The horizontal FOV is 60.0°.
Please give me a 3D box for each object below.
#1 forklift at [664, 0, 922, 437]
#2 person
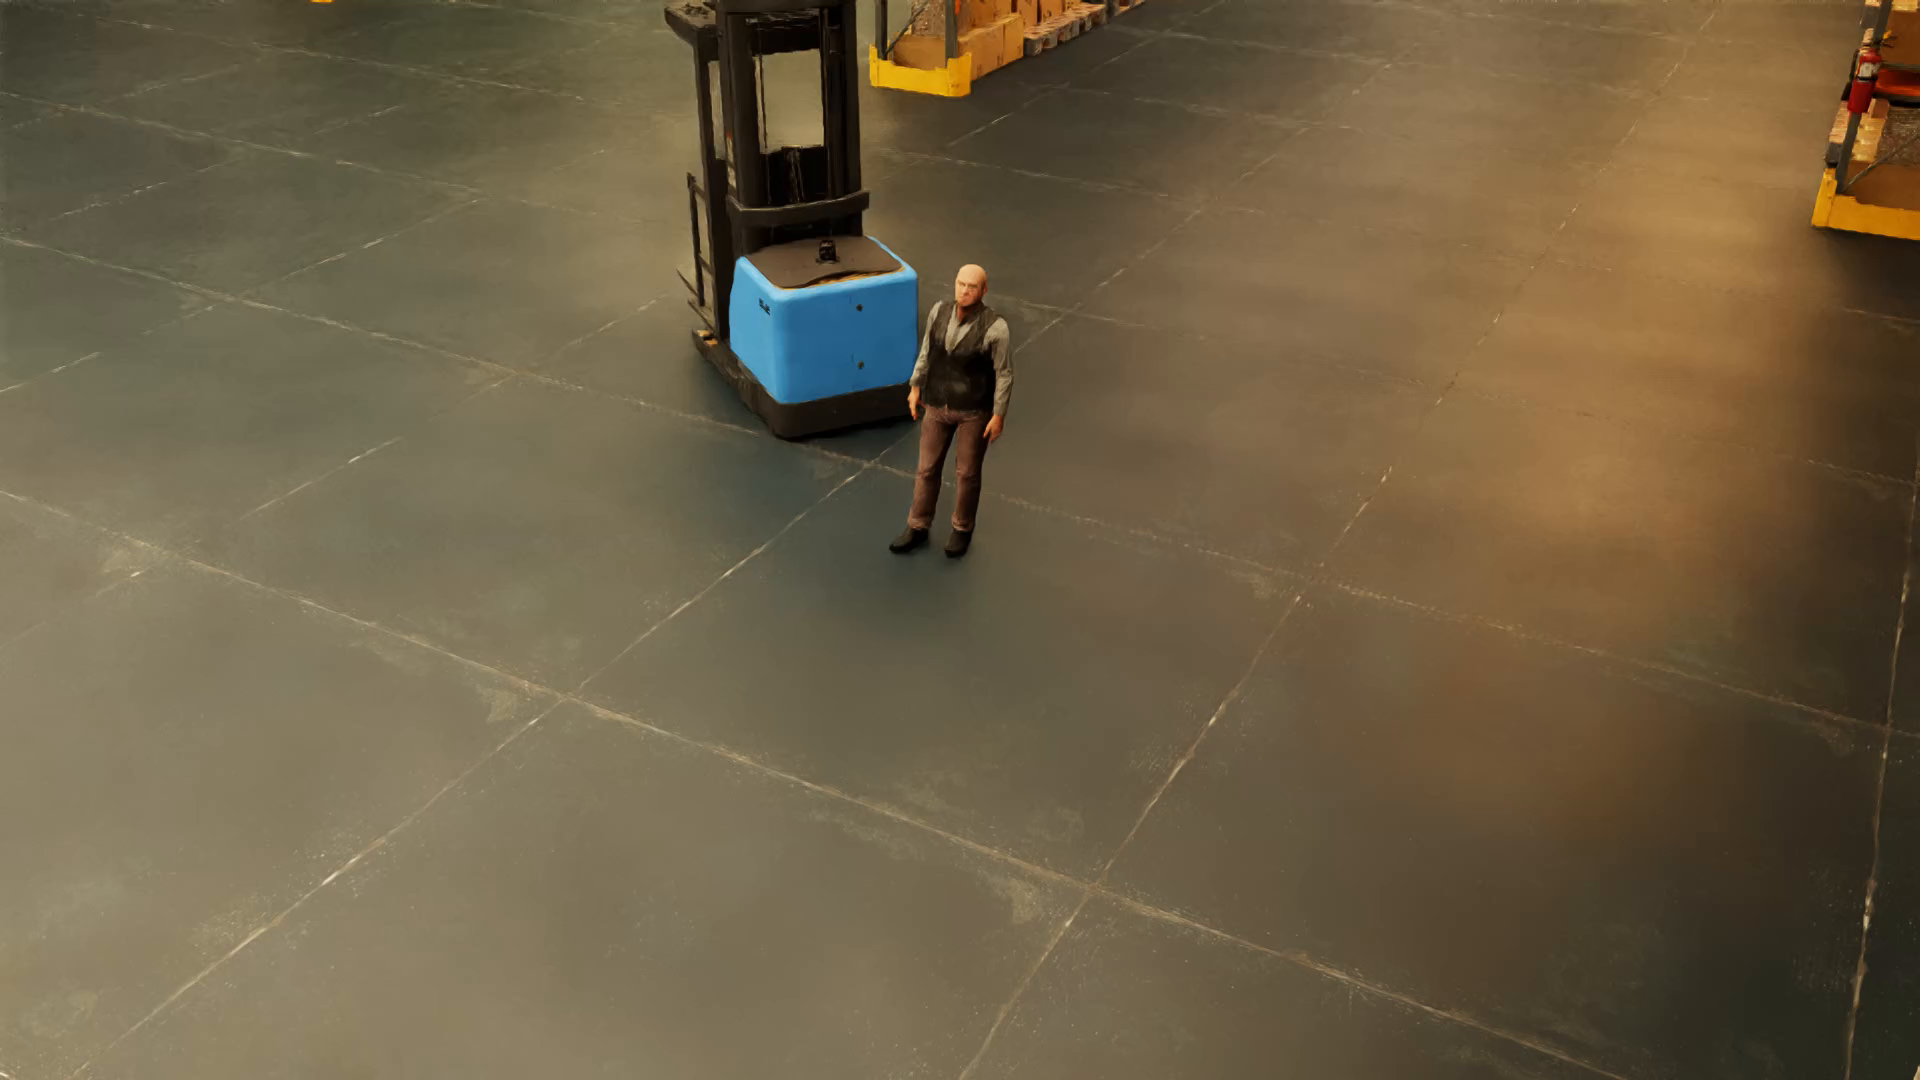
[{"bbox_3d":[-1.346,-2.670,11.698,1.130,2.935,3.031,-13,33,-22],"label":"forklift"},{"bbox_3d":[-0.037,-0.726,9.525,0.632,1.720,0.567,15,33,25],"label":"person"}]
